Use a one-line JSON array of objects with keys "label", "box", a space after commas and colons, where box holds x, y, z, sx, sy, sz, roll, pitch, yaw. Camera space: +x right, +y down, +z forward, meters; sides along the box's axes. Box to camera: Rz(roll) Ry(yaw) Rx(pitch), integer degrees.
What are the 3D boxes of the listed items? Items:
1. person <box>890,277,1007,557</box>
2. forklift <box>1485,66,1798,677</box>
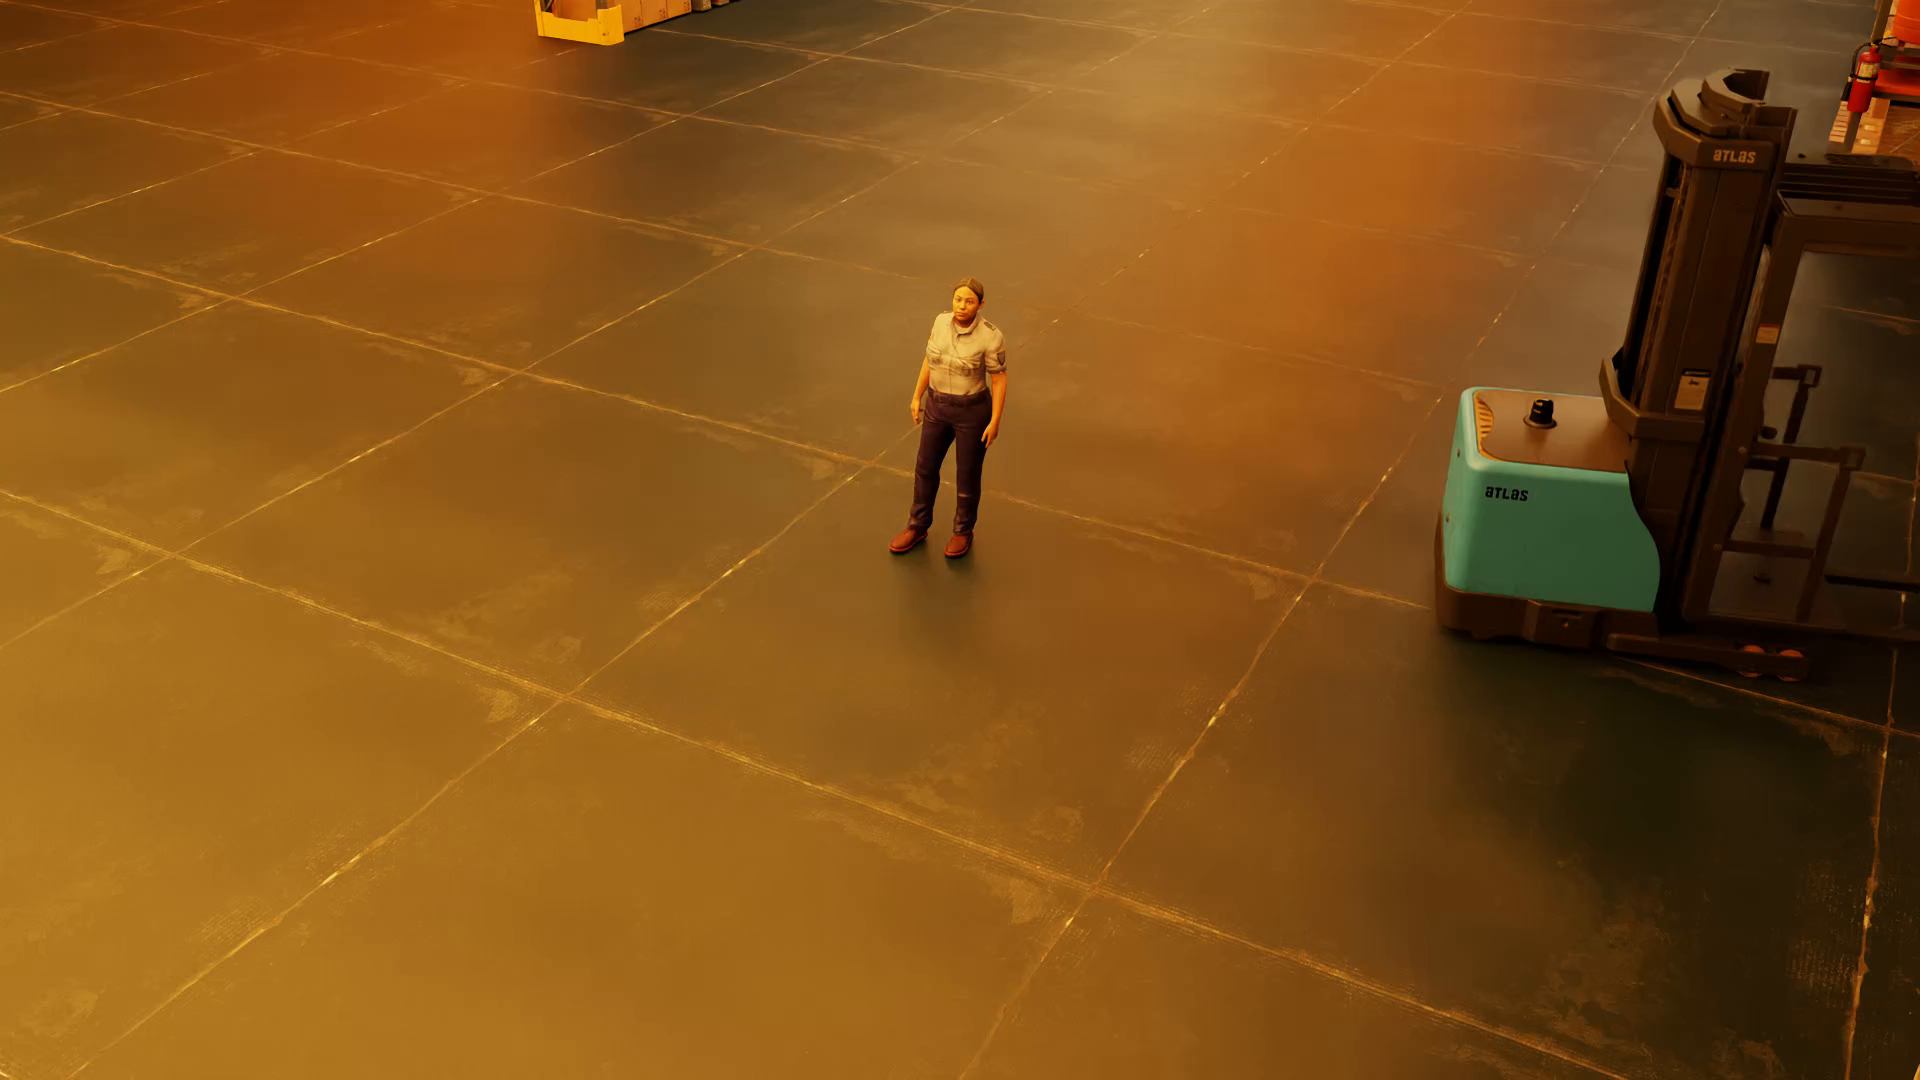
[{"label": "person", "box": [-0.063, -0.687, 9.529, 0.598, 1.651, 0.503, 15, 33, 25]}, {"label": "forklift", "box": [4.186, -0.816, 8.484, 3.031, 2.935, 1.121, 7, 31, 11]}]
